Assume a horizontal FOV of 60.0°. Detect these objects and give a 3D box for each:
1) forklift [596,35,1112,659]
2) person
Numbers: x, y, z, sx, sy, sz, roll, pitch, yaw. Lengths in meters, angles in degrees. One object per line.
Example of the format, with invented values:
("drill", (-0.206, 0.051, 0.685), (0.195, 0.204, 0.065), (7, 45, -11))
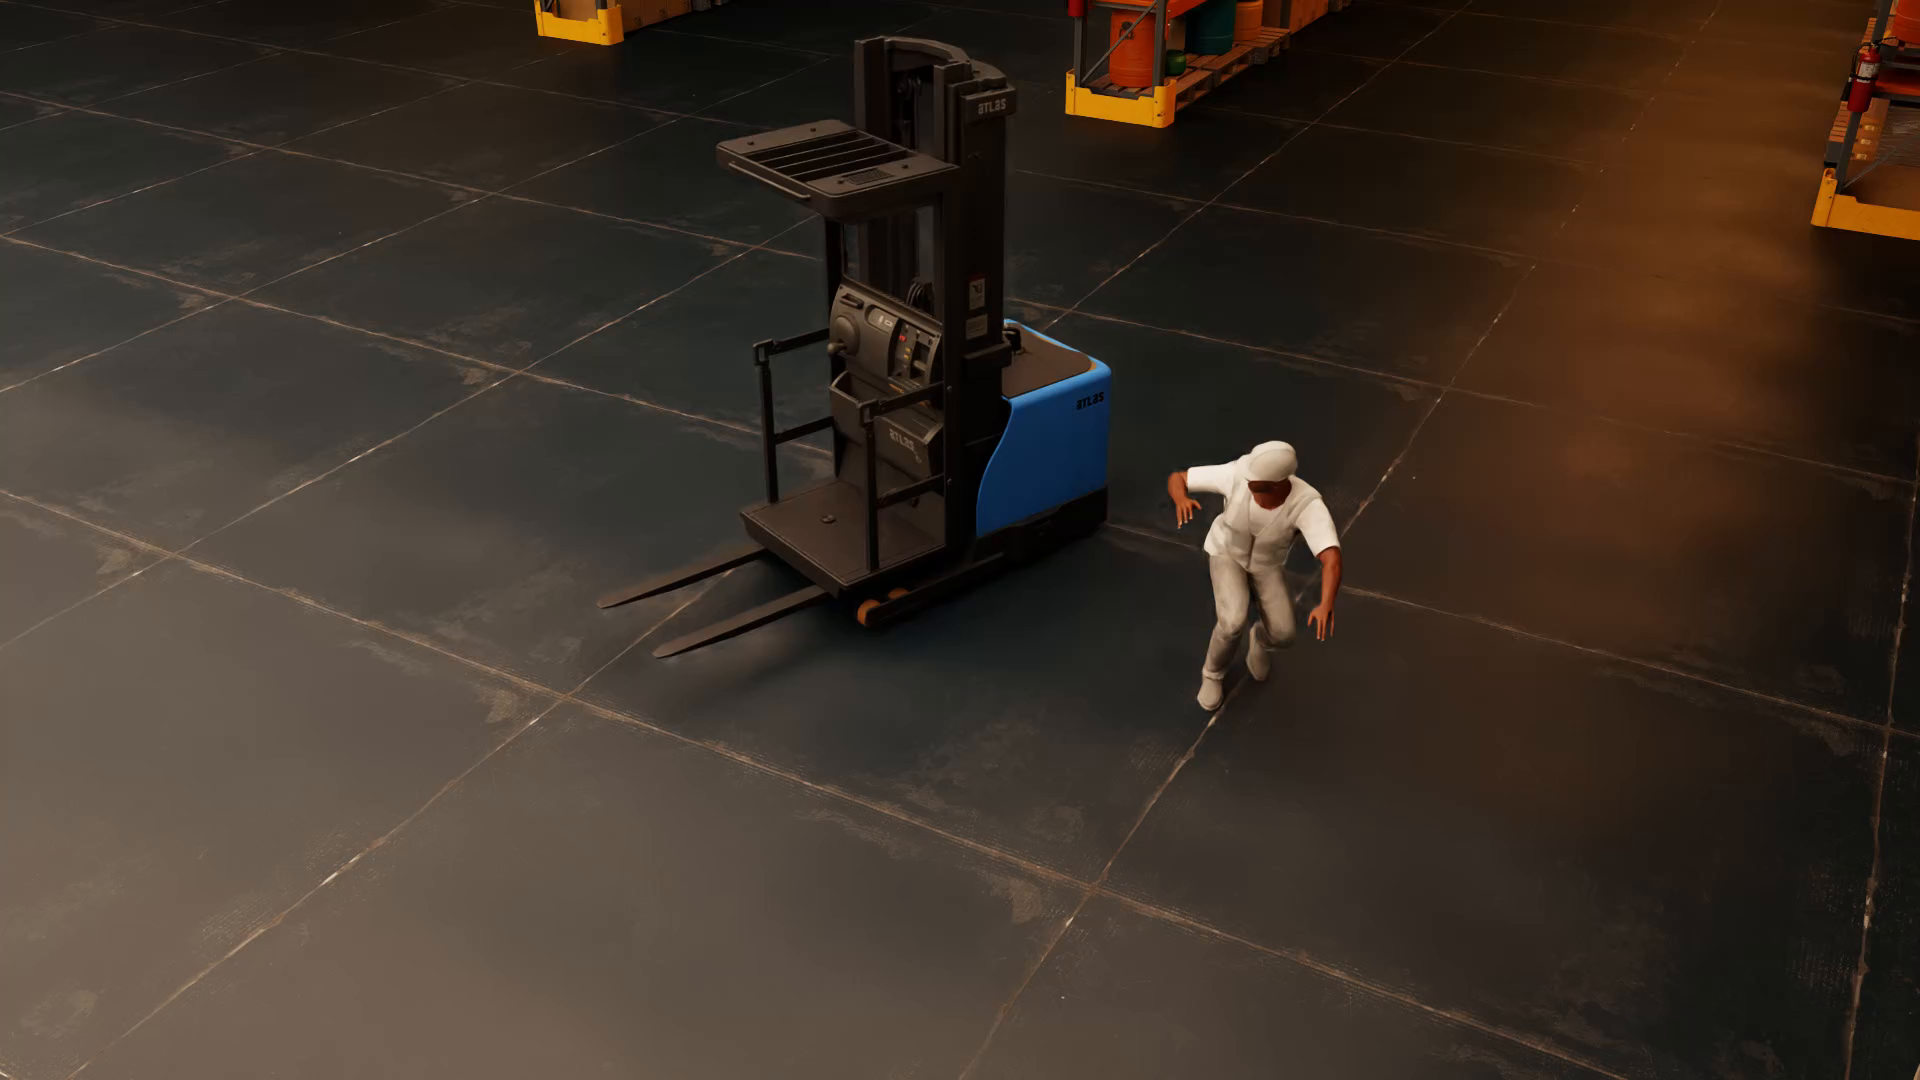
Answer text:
("forklift", (-0.573, -1.074, 8.931), (3.031, 2.935, 1.130), (-22, 36, -33))
("person", (1.426, 0.192, 8.202), (0.837, 1.477, 0.991), (2, 30, 4))
